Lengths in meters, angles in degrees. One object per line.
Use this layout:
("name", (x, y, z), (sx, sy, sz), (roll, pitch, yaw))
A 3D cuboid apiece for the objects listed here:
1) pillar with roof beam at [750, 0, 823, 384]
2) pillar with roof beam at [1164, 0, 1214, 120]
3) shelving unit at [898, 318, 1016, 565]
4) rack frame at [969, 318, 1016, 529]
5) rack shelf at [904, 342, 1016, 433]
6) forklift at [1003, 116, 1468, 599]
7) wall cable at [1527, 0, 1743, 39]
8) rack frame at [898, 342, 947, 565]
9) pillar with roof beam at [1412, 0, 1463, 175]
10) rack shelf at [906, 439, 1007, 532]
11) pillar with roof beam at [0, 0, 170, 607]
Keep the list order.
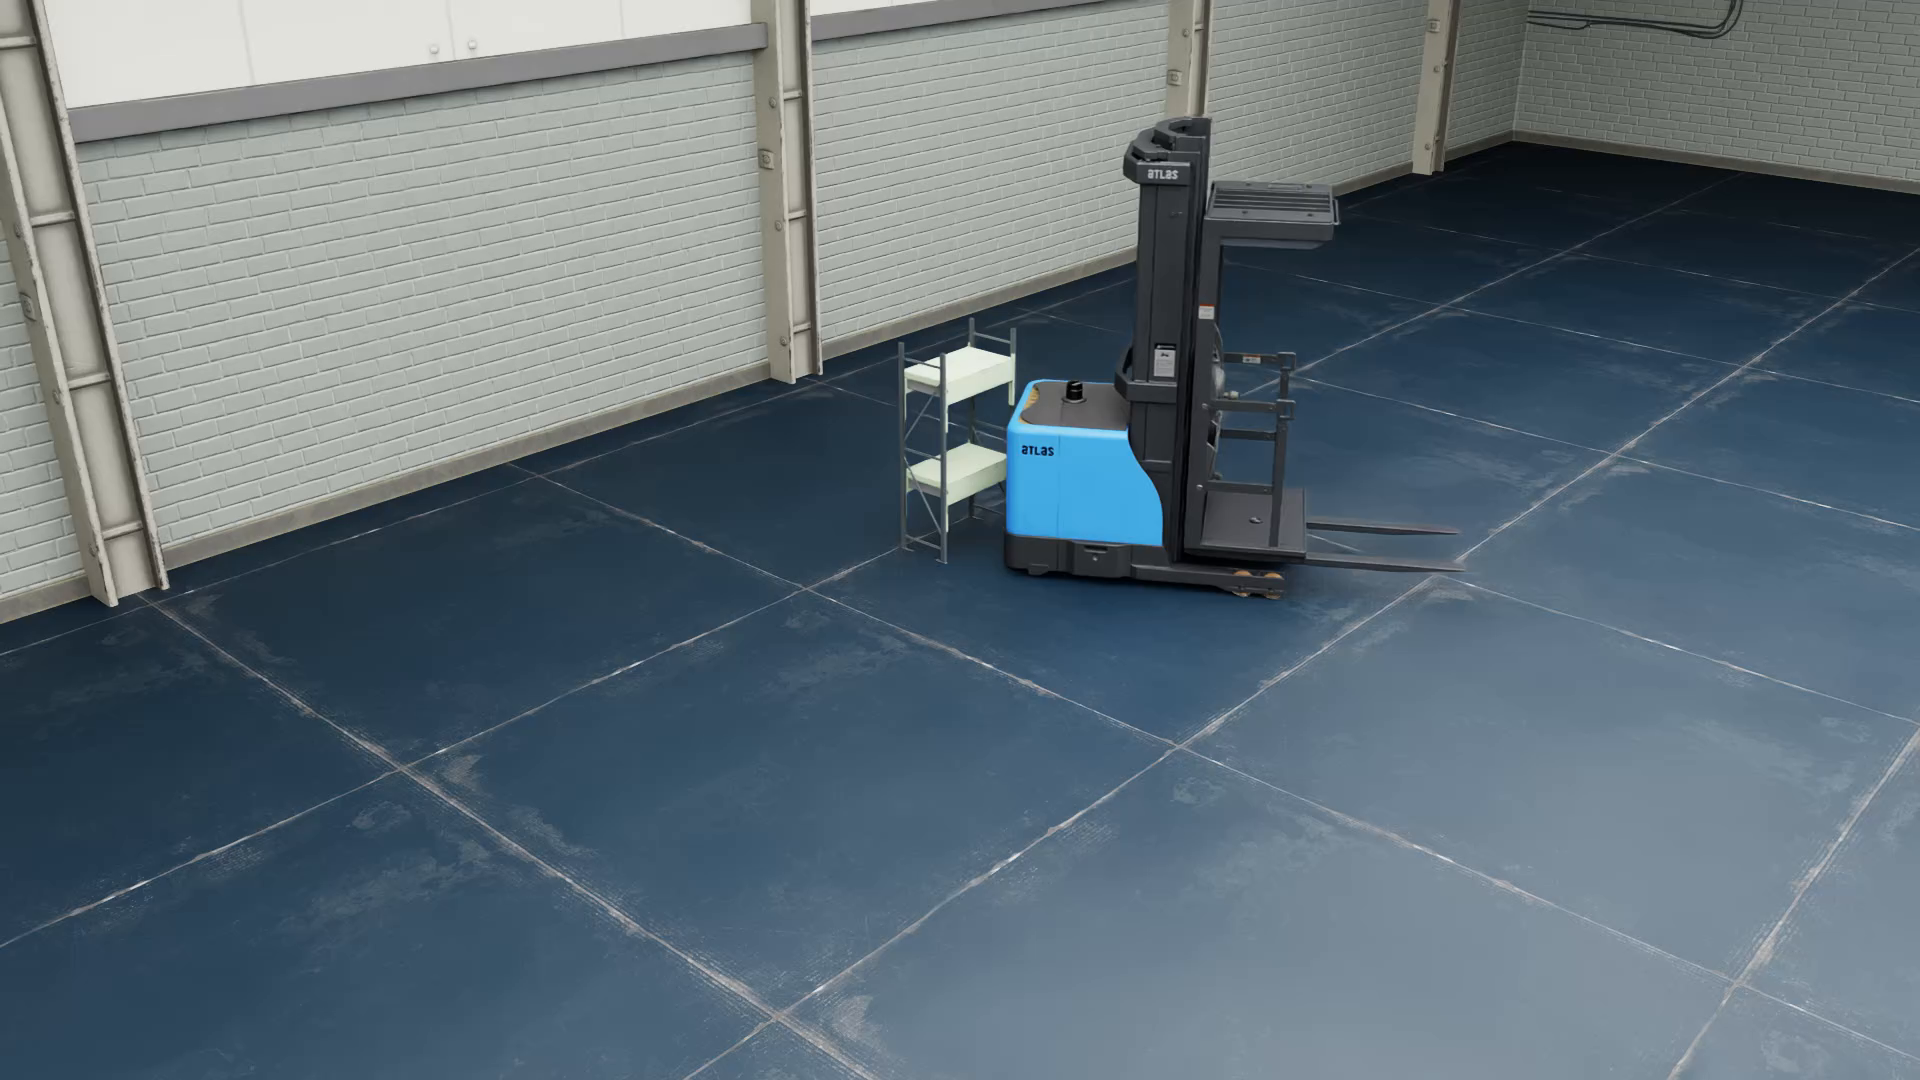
("pillar with roof beam", (1.718, -4.425, 10.621), (9.100, 9.000, 0.400), (20, 31, 38))
("pillar with roof beam", (5.722, -6.253, 14.698), (9.100, 9.000, 0.400), (20, 31, 38))
("shelving unit", (-0.014, -0.687, 11.448), (0.431, 1.500, 0.755), (19, 30, 36))
("rack frame", (0.222, -0.801, 11.703), (0.400, 1.500, 0.023), (19, 30, 36))
("rack shelf", (-0.014, -1.043, 11.289), (0.431, 0.370, 0.720), (19, 30, 36))
("forklift", (1.862, -1.188, 10.817), (3.031, 2.935, 1.130), (4, 25, 10))
("wall cable", (9.472, -8.377, 23.229), (3.097, 2.526, 0.112), (20, 31, 38))
("rack frame", (-0.251, -0.572, 11.193), (0.400, 1.500, 0.023), (19, 30, 36))
("pillar with roof beam", (9.727, -8.082, 18.775), (9.100, 9.000, 0.400), (20, 31, 38))
("rack shelf", (-0.014, -0.389, 11.582), (0.431, 0.370, 0.720), (19, 30, 36))
("pillar with roof beam", (-2.287, -2.597, 6.544), (9.100, 9.000, 0.400), (20, 31, 38))
